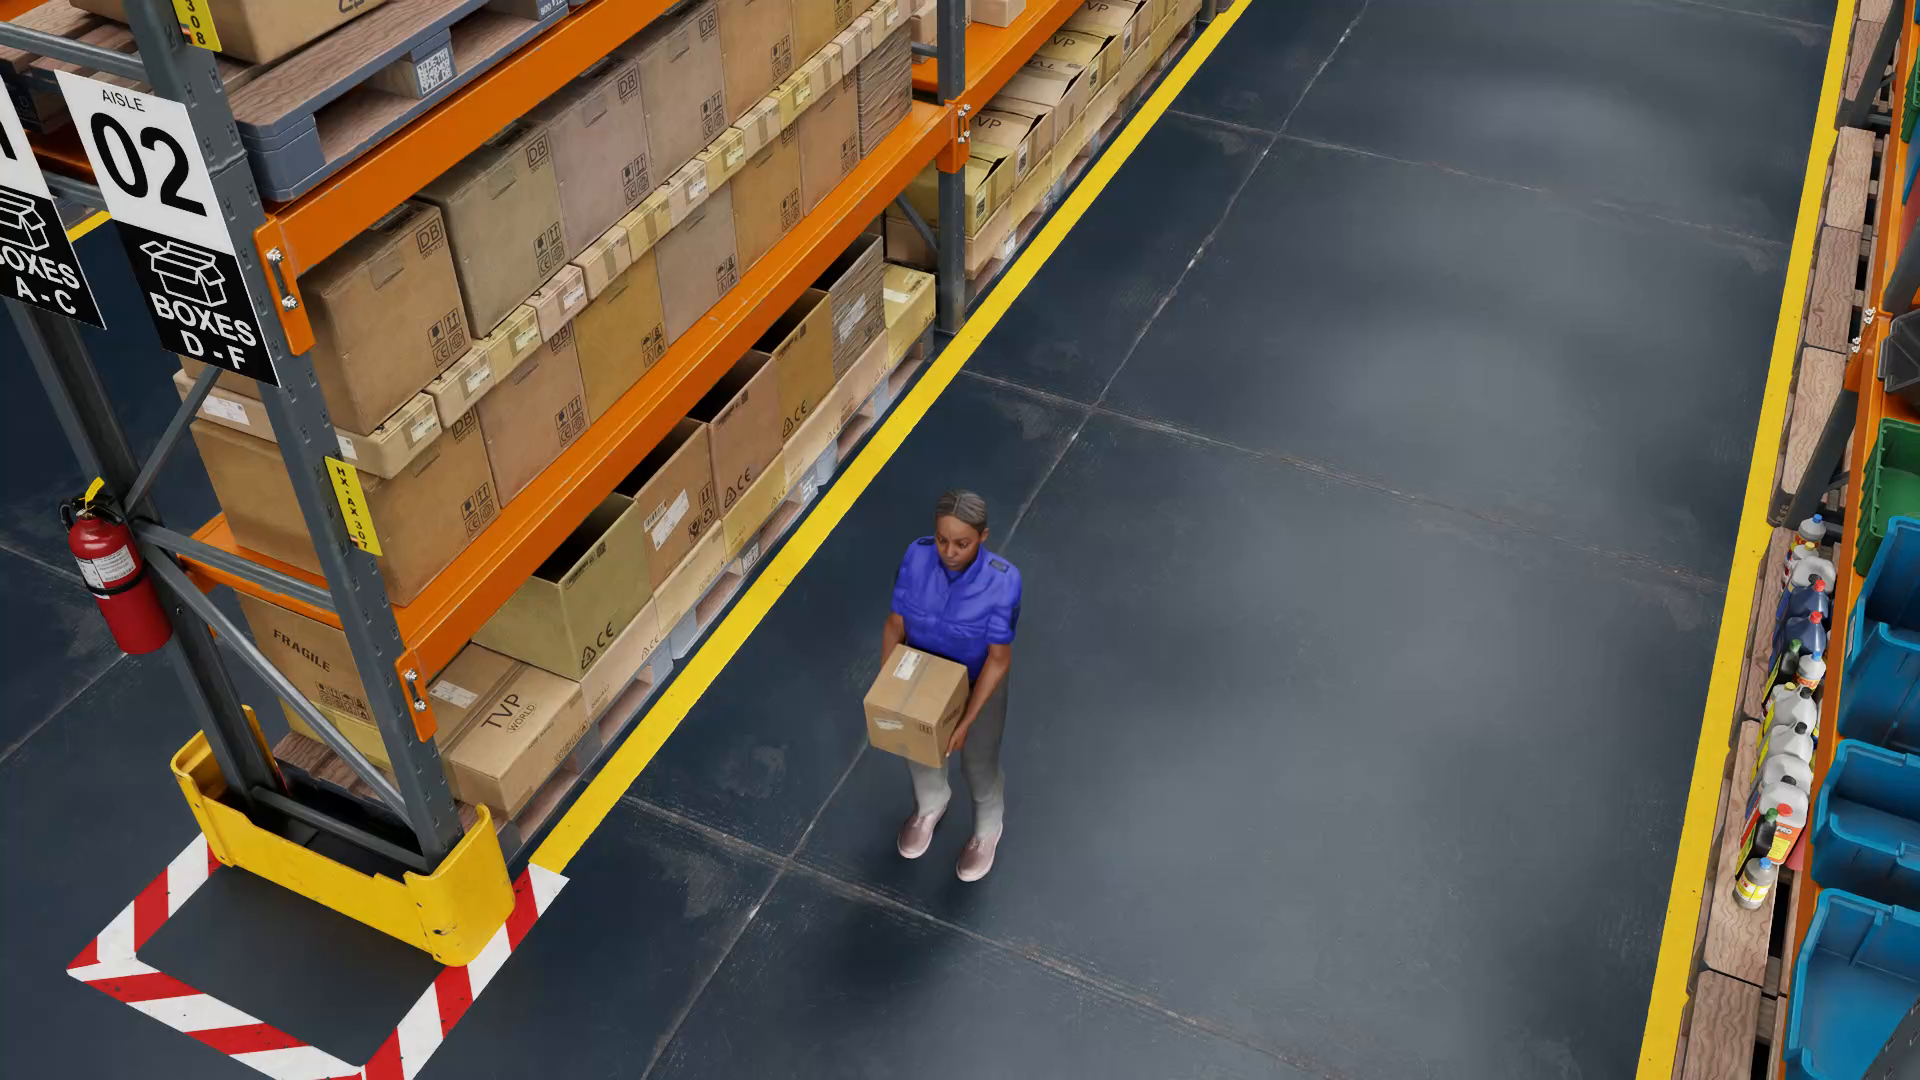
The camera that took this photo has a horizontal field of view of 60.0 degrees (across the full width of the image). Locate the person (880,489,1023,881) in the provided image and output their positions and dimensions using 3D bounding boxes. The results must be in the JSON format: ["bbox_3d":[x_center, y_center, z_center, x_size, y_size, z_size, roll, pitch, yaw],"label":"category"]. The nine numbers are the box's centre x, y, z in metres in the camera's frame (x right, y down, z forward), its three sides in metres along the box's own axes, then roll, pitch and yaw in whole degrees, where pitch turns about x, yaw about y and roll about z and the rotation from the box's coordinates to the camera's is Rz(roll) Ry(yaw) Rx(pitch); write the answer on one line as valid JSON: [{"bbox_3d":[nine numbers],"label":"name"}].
[{"bbox_3d":[-0.058,0.545,5.570,0.445,1.656,0.497,17,45,18],"label":"person"}]
